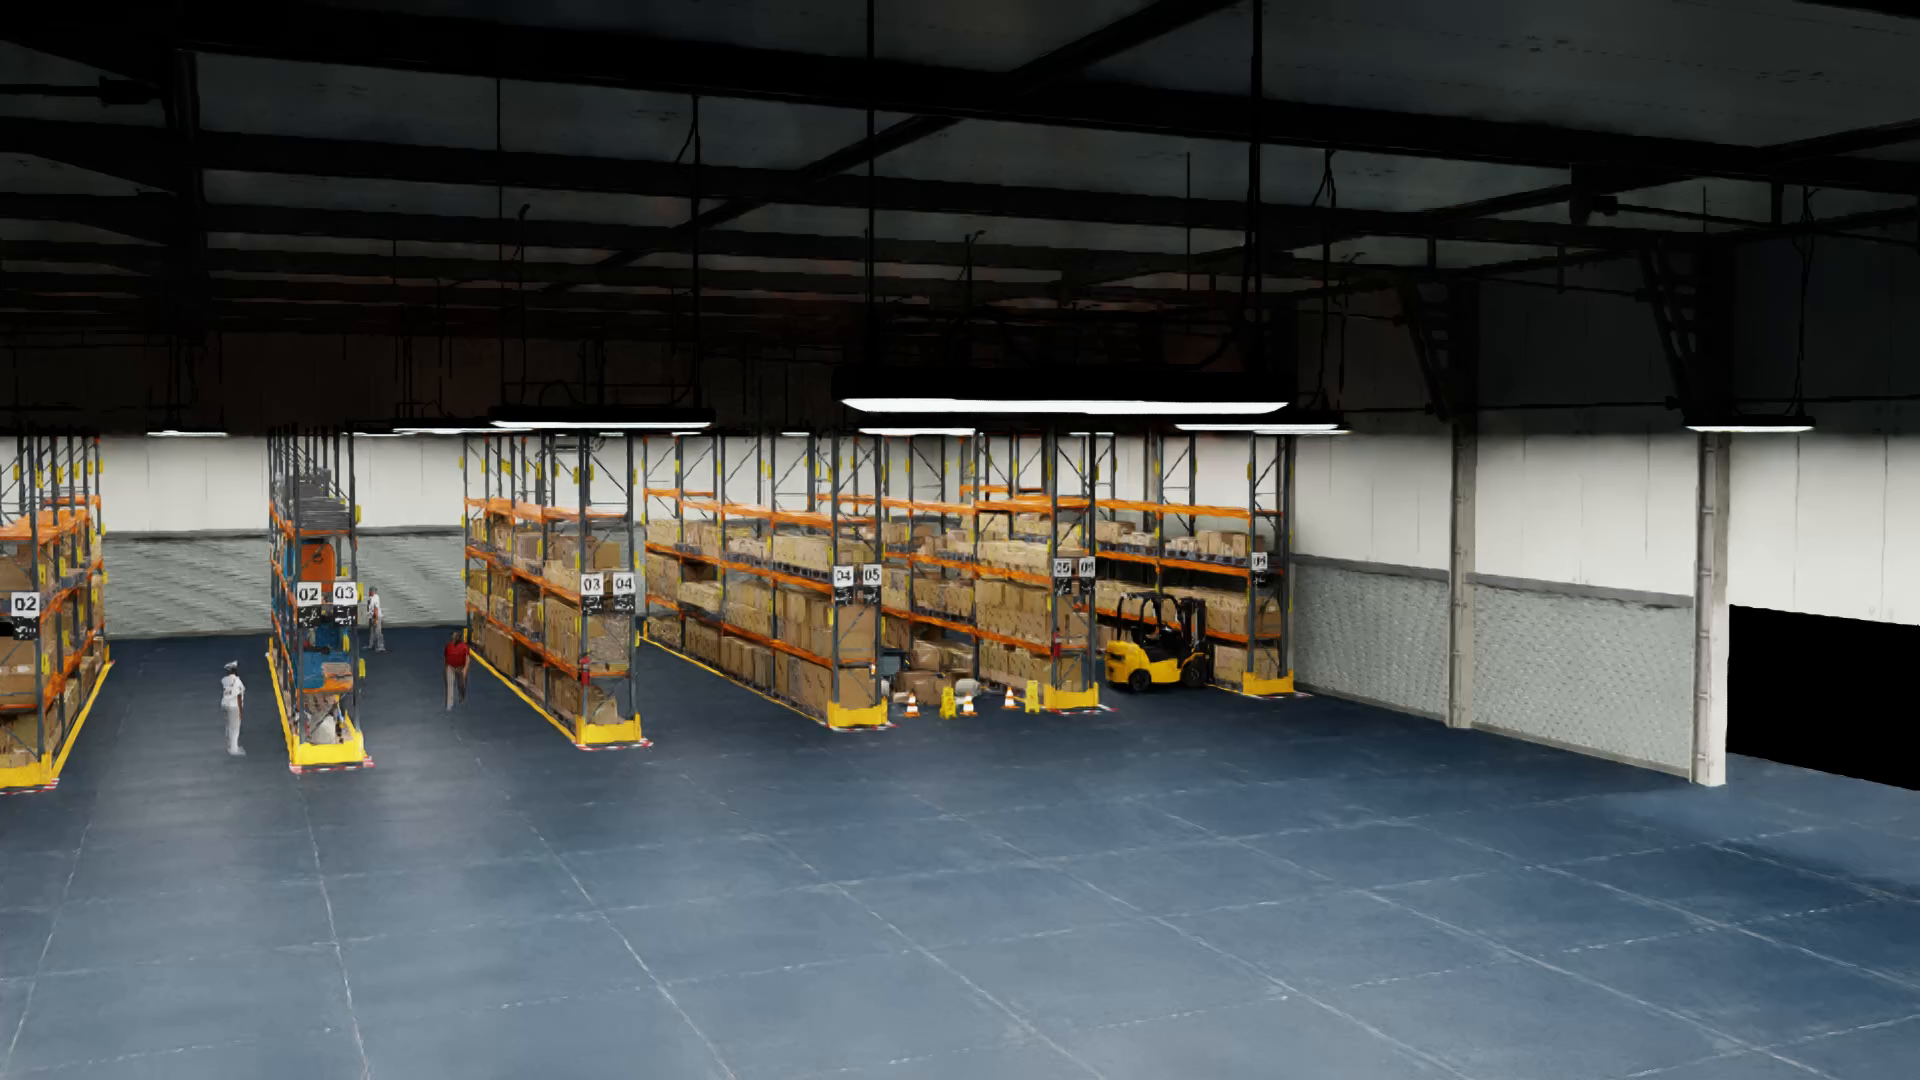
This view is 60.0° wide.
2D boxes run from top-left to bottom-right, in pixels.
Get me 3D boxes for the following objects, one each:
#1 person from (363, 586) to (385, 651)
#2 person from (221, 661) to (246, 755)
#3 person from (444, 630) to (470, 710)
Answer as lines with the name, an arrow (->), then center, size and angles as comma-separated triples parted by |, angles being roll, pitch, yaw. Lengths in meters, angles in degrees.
person -> -15.799, 2.097, 44.753 | 0.531, 1.758, 0.737 | -2, 4, -25
person -> -13.125, 3.036, 30.087 | 0.502, 1.677, 0.422 | 2, 4, 34
person -> -10.612, 2.734, 35.095 | 0.533, 1.656, 1.040 | -1, 4, -15
